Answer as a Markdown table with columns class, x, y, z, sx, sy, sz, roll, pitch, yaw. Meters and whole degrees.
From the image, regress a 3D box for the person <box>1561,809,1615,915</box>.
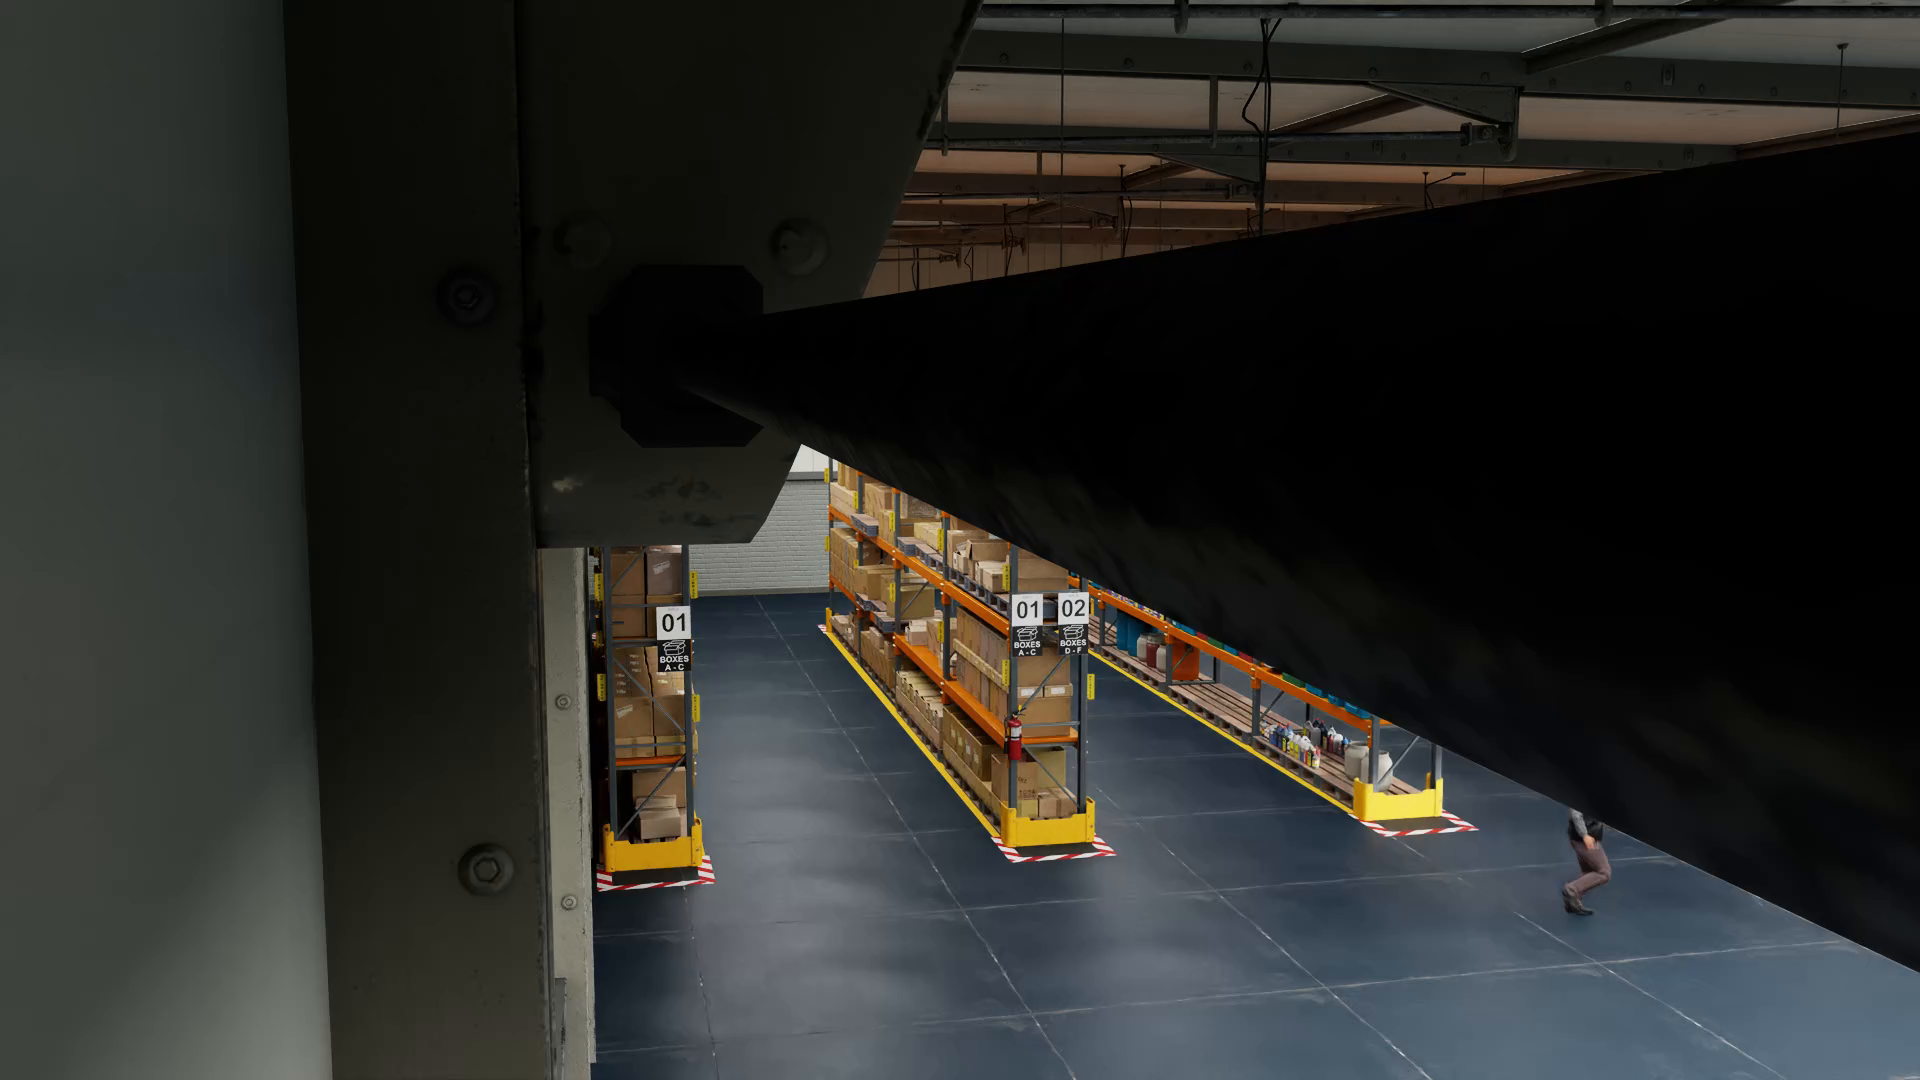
| class | x | y | z | sx | sy | sz | roll | pitch | yaw |
| --- | --- | --- | --- | --- | --- | --- | --- | --- | --- |
| person | 6.964 | 3.316 | 18.405 | 0.571 | 1.689 | 0.672 | 2 | 7 | 12 |
